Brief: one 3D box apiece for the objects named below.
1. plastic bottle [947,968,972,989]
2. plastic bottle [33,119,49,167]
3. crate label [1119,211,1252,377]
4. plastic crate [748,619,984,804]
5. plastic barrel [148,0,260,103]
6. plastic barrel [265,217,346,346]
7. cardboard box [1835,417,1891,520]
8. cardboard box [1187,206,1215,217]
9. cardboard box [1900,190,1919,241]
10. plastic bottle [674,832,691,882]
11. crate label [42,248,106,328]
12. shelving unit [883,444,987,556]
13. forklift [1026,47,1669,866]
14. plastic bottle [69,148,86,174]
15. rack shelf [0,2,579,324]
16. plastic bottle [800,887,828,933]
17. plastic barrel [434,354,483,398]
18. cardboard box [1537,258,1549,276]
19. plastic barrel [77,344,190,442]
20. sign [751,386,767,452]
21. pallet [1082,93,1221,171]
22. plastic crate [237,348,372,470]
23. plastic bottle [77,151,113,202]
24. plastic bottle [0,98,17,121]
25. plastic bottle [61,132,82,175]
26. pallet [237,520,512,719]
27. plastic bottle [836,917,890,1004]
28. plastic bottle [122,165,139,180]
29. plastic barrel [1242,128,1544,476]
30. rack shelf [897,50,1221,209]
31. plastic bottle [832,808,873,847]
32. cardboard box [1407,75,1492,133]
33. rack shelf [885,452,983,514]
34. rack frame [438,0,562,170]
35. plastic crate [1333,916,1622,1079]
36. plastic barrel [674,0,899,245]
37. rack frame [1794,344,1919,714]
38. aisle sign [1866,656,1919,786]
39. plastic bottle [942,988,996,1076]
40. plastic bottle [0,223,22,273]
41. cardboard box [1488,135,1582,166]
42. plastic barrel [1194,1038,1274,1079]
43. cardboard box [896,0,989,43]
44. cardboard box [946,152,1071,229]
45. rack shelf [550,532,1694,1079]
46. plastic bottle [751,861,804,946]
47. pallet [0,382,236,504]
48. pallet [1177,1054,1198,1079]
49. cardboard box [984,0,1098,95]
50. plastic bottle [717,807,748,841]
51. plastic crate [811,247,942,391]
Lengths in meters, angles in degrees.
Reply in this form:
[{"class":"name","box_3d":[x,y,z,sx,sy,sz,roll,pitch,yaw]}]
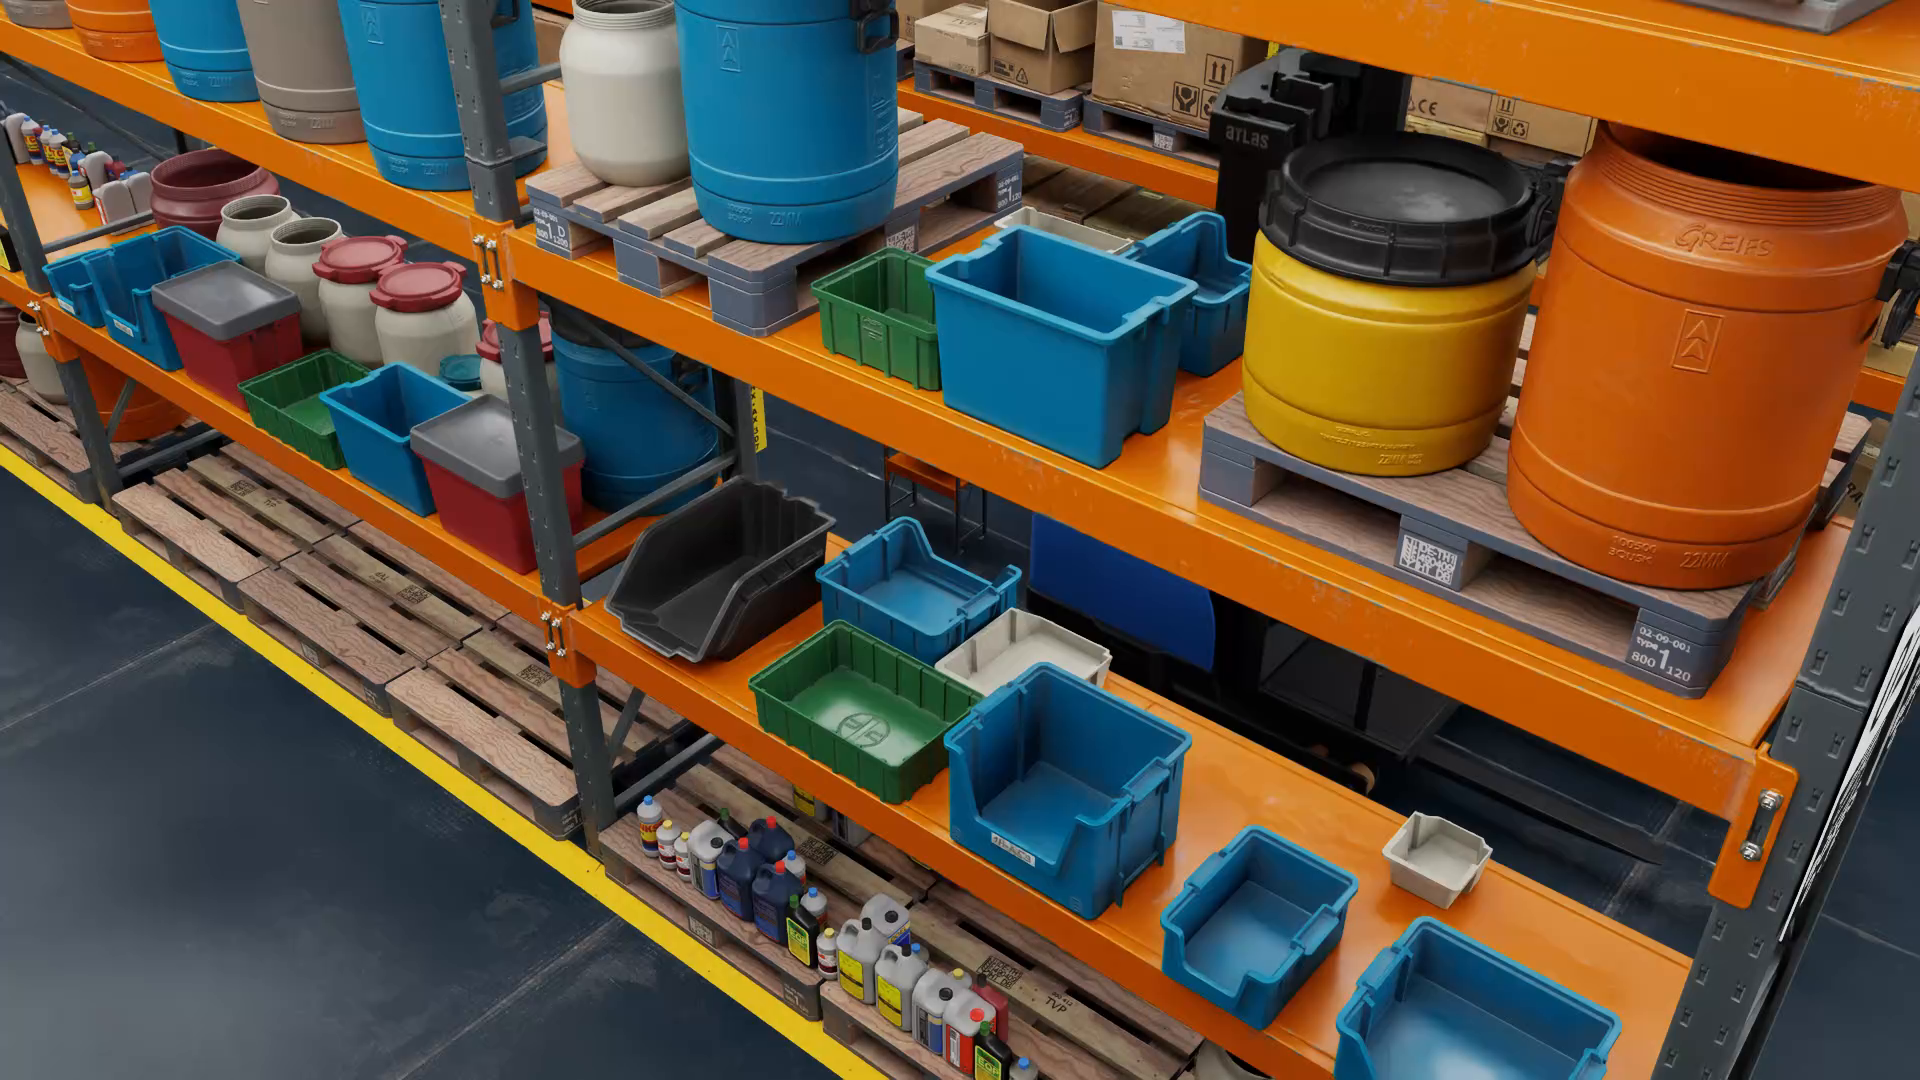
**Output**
[{"class":"plastic bottle","box_3d":[-0.006,1.592,5.865,0.097,0.201,0.097,0,34,0]},{"class":"plastic bottle","box_3d":[-5.230,-2.276,9.518,0.133,0.283,0.061,25,42,32]},{"class":"crate label","box_3d":[0.676,-0.688,4.583,0.408,0.251,0.502,25,42,32]},{"class":"plastic crate","box_3d":[-0.308,0.562,5.469,0.662,0.188,0.450,25,42,32]},{"class":"plastic barrel","box_3d":[-2.706,-2.146,6.133,0.708,0.901,0.600,25,42,32]},{"class":"plastic barrel","box_3d":[-2.994,-1.202,7.752,0.421,0.512,0.421,0,34,0]},{"class":"cardboard box","box_3d":[4.603,-0.222,8.260,0.500,0.500,0.500,-25,42,-32]},{"class":"cardboard box","box_3d":[1.540,-1.677,10.362,0.500,0.500,0.700,22,40,28]},{"class":"cardboard box","box_3d":[4.103,-1.692,7.330,0.500,0.500,0.500,25,42,32]},{"class":"plastic bottle","box_3d":[-1.050,1.212,6.418,0.097,0.201,0.097,0,34,0]},{"class":"crate label","box_3d":[-4.161,-1.204,8.001,0.416,0.233,0.303,25,42,32]},{"class":"shelving unit","box_3d":[-0.127,-0.555,8.498,0.503,1.200,0.258,25,42,32]},{"class":"forklift","box_3d":[1.782,-0.436,6.796,3.031,2.935,1.130,24,41,31]},{"class":"plastic bottle","box_3d":[-4.837,-2.028,9.167,0.097,0.271,0.097,0,34,0]},{"class":"rack shelf","box_3d":[-2.708,-1.804,6.713,4.000,0.370,1.077,25,42,32]},{"class":"plastic bottle","box_3d":[-0.534,1.382,6.109,0.097,0.271,0.097,0,34,0]},{"class":"plastic barrel","box_3d":[-2.090,-0.629,7.138,0.301,0.262,0.301,0,34,0]},{"class":"cardboard box","box_3d":[3.132,-1.445,8.426,0.250,0.149,0.380,25,42,32]},{"class":"plastic barrel","box_3d":[-4.632,-1.037,9.156,0.708,0.830,0.600,25,42,32]},{"class":"sign","box_3d":[-0.811,-0.489,6.568,0.005,0.325,0.100,25,42,32]},{"class":"pallet","box_3d":[1.504,-2.555,9.991,1.213,0.211,1.003,25,42,32]},{"class":"plastic crate","box_3d":[-2.690,-0.560,7.103,0.662,0.188,0.450,25,42,32]},{"class":"plastic bottle","box_3d":[-4.726,-2.002,9.125,0.135,0.276,0.152,25,42,32]},{"class":"plastic bottle","box_3d":[-5.557,-2.427,9.678,0.185,0.351,0.144,25,42,32]},{"class":"plastic bottle","box_3d":[-4.978,-2.157,9.345,0.133,0.283,0.061,25,42,32]},{"class":"pallet","box_3d":[-2.741,0.301,8.126,1.213,0.211,1.003,25,42,32]},{"class":"plastic bottle","box_3d":[-0.344,1.466,5.917,0.185,0.351,0.144,25,42,31]},{"class":"plastic bottle","box_3d":[-4.442,-1.887,8.961,0.097,0.271,0.097,0,34,0]},{"class":"plastic barrel","box_3d":[0.946,-0.536,3.693,0.600,0.588,0.600,0,34,0]},{"class":"rack shelf","box_3d":[0.461,-2.722,10.700,4.000,0.370,1.077,25,42,32]},{"class":"plastic bottle","box_3d":[-0.420,1.053,6.585,0.135,0.276,0.152,25,42,32]},{"class":"cardboard box","box_3d":[2.566,-2.416,8.385,0.500,0.500,0.500,25,42,32]},{"class":"rack shelf","box_3d":[-0.127,-0.335,8.648,0.480,0.148,0.258,25,42,32]},{"class":"rack frame","box_3d":[-1.171,-2.613,4.605,0.127,3.000,1.000,25,42,32]},{"class":"plastic crate","box_3d":[1.327,1.319,4.310,0.616,0.251,0.499,25,42,32]},{"class":"plastic barrel","box_3d":[-0.475,-1.349,4.601,0.708,0.901,0.600,25,42,32]},{"class":"rack frame","box_3d":[1.903,-1.164,2.496,0.127,3.000,1.000,25,42,32]},{"class":"aisle sign","box_3d":[2.146,0.136,3.606,0.004,0.787,0.394,25,42,32]},{"class":"plastic bottle","box_3d":[0.035,1.673,5.682,0.135,0.276,0.152,26,42,32]},{"class":"plastic bottle","box_3d":[-4.829,-1.501,8.389,0.133,0.283,0.061,25,42,32]},{"class":"cardboard box","box_3d":[3.115,-1.935,8.566,0.500,0.500,0.875,25,42,32]},{"class":"plastic barrel","box_3d":[0.963,1.775,5.342,0.421,0.512,0.421,0,34,0]},{"class":"cardboard box","box_3d":[-0.143,-3.621,10.913,0.700,0.500,0.500,-27,43,-33]},{"class":"cardboard box","box_3d":[0.326,-2.263,11.214,0.500,0.500,0.700,29,44,35]},{"class":"rack shelf","box_3d":[0.366,0.881,5.452,4.000,0.370,1.077,25,42,32]},{"class":"plastic bottle","box_3d":[-0.671,1.312,6.141,0.185,0.351,0.144,23,41,30]},{"class":"pallet","box_3d":[-4.878,-0.706,9.592,1.213,0.211,1.003,25,42,32]},{"class":"pallet","box_3d":[1.194,2.155,5.425,1.213,0.211,1.003,25,42,32]},{"class":"cardboard box","box_3d":[0.607,-3.098,10.149,0.797,0.503,0.637,-29,44,-35]},{"class":"plastic bottle","box_3d":[-0.873,1.164,6.417,0.133,0.283,0.061,25,42,32]},{"class":"plastic crate","box_3d":[-0.133,-0.599,4.510,0.450,0.188,0.336,25,42,32]}]
